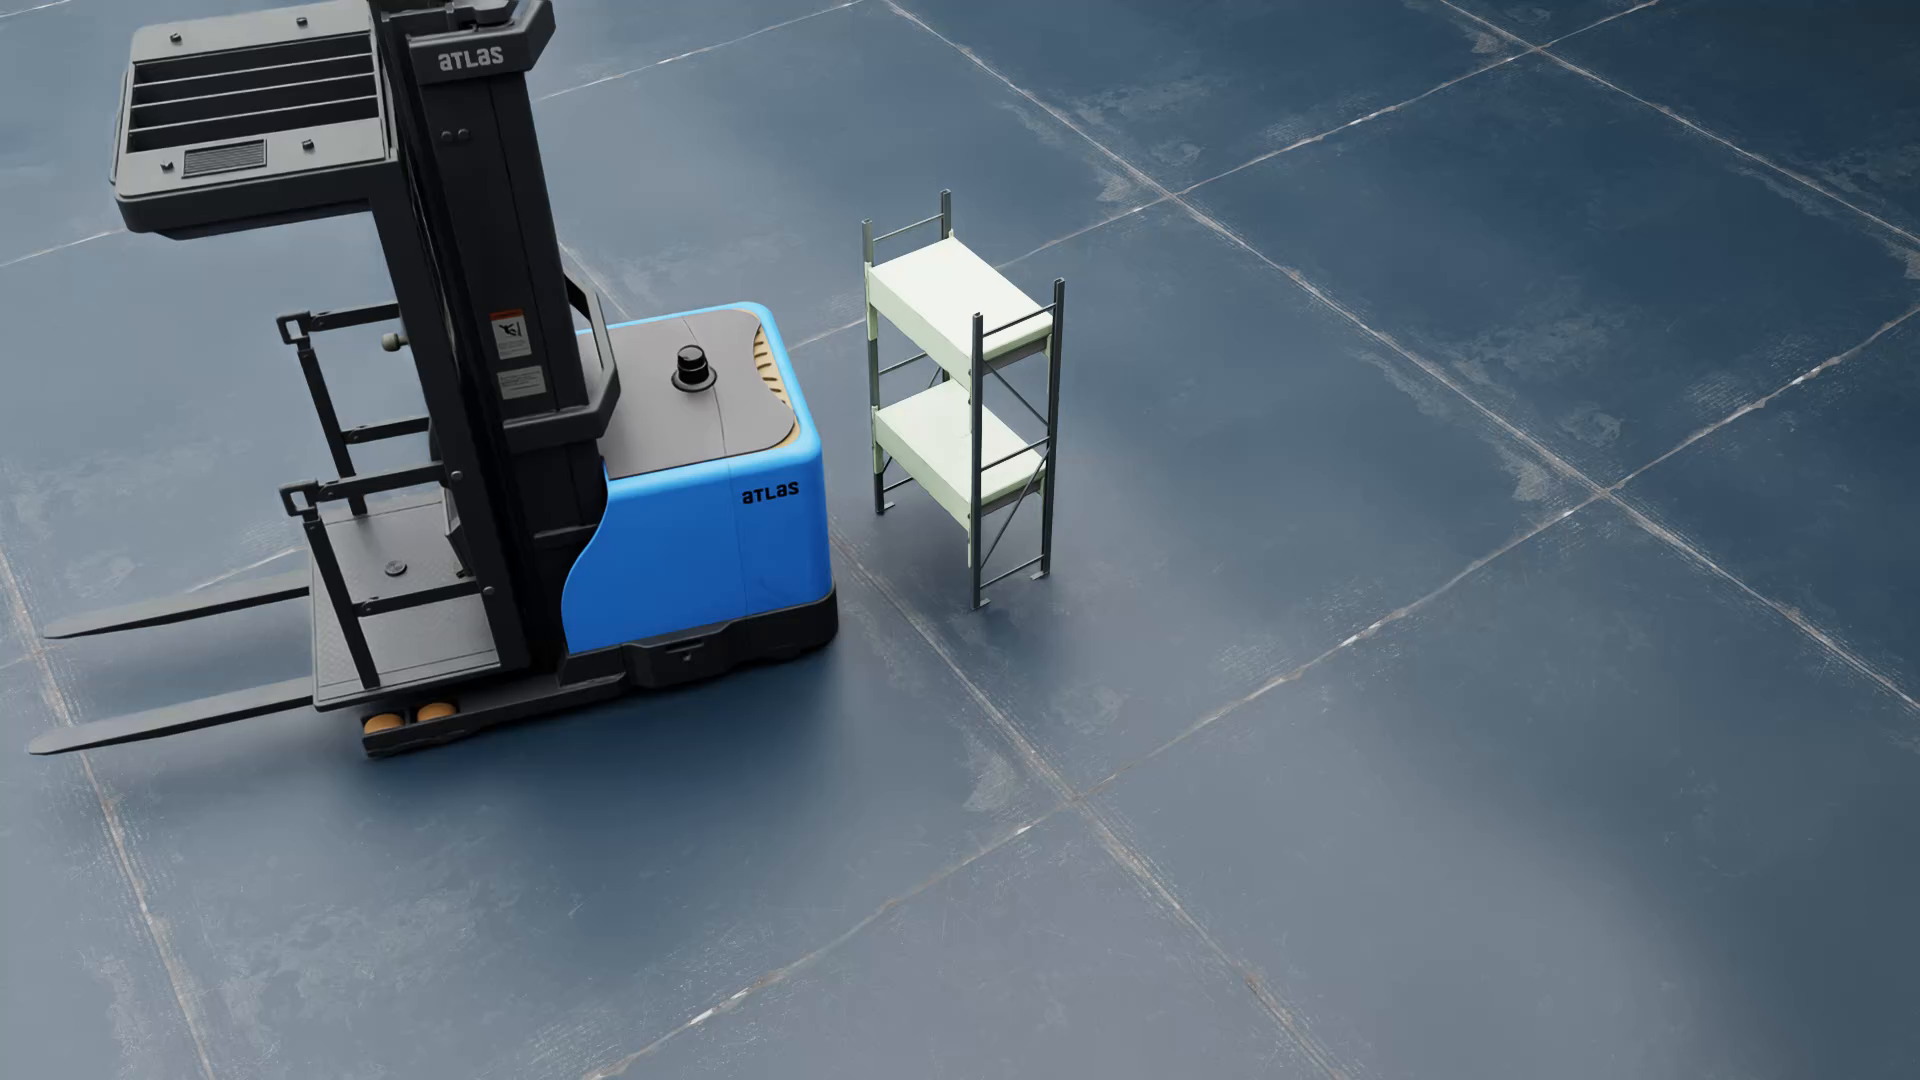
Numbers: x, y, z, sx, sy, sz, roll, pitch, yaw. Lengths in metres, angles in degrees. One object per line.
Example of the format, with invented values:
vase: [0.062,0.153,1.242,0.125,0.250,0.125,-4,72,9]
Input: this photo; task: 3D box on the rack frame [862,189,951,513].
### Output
rack frame: [-0.206,-0.746,6.936,0.400,1.500,0.023,-26,49,-24]

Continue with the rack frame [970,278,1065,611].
rack frame: [0.213,-0.331,6.502,0.400,1.500,0.023,-26,49,-24]

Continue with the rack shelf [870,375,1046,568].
rack shelf: [0.004,-0.303,6.944,0.431,0.370,0.720,-26,49,-24]

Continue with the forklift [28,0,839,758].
forklift: [-2.070,-0.644,5.793,3.031,2.935,1.130,-12,45,-12]

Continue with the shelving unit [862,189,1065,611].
shelving unit: [0.004,-0.539,6.719,0.431,1.500,0.755,-26,49,-24]

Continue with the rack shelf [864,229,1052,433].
rack shelf: [0.004,-0.821,6.450,0.431,0.370,0.720,-26,49,-24]
